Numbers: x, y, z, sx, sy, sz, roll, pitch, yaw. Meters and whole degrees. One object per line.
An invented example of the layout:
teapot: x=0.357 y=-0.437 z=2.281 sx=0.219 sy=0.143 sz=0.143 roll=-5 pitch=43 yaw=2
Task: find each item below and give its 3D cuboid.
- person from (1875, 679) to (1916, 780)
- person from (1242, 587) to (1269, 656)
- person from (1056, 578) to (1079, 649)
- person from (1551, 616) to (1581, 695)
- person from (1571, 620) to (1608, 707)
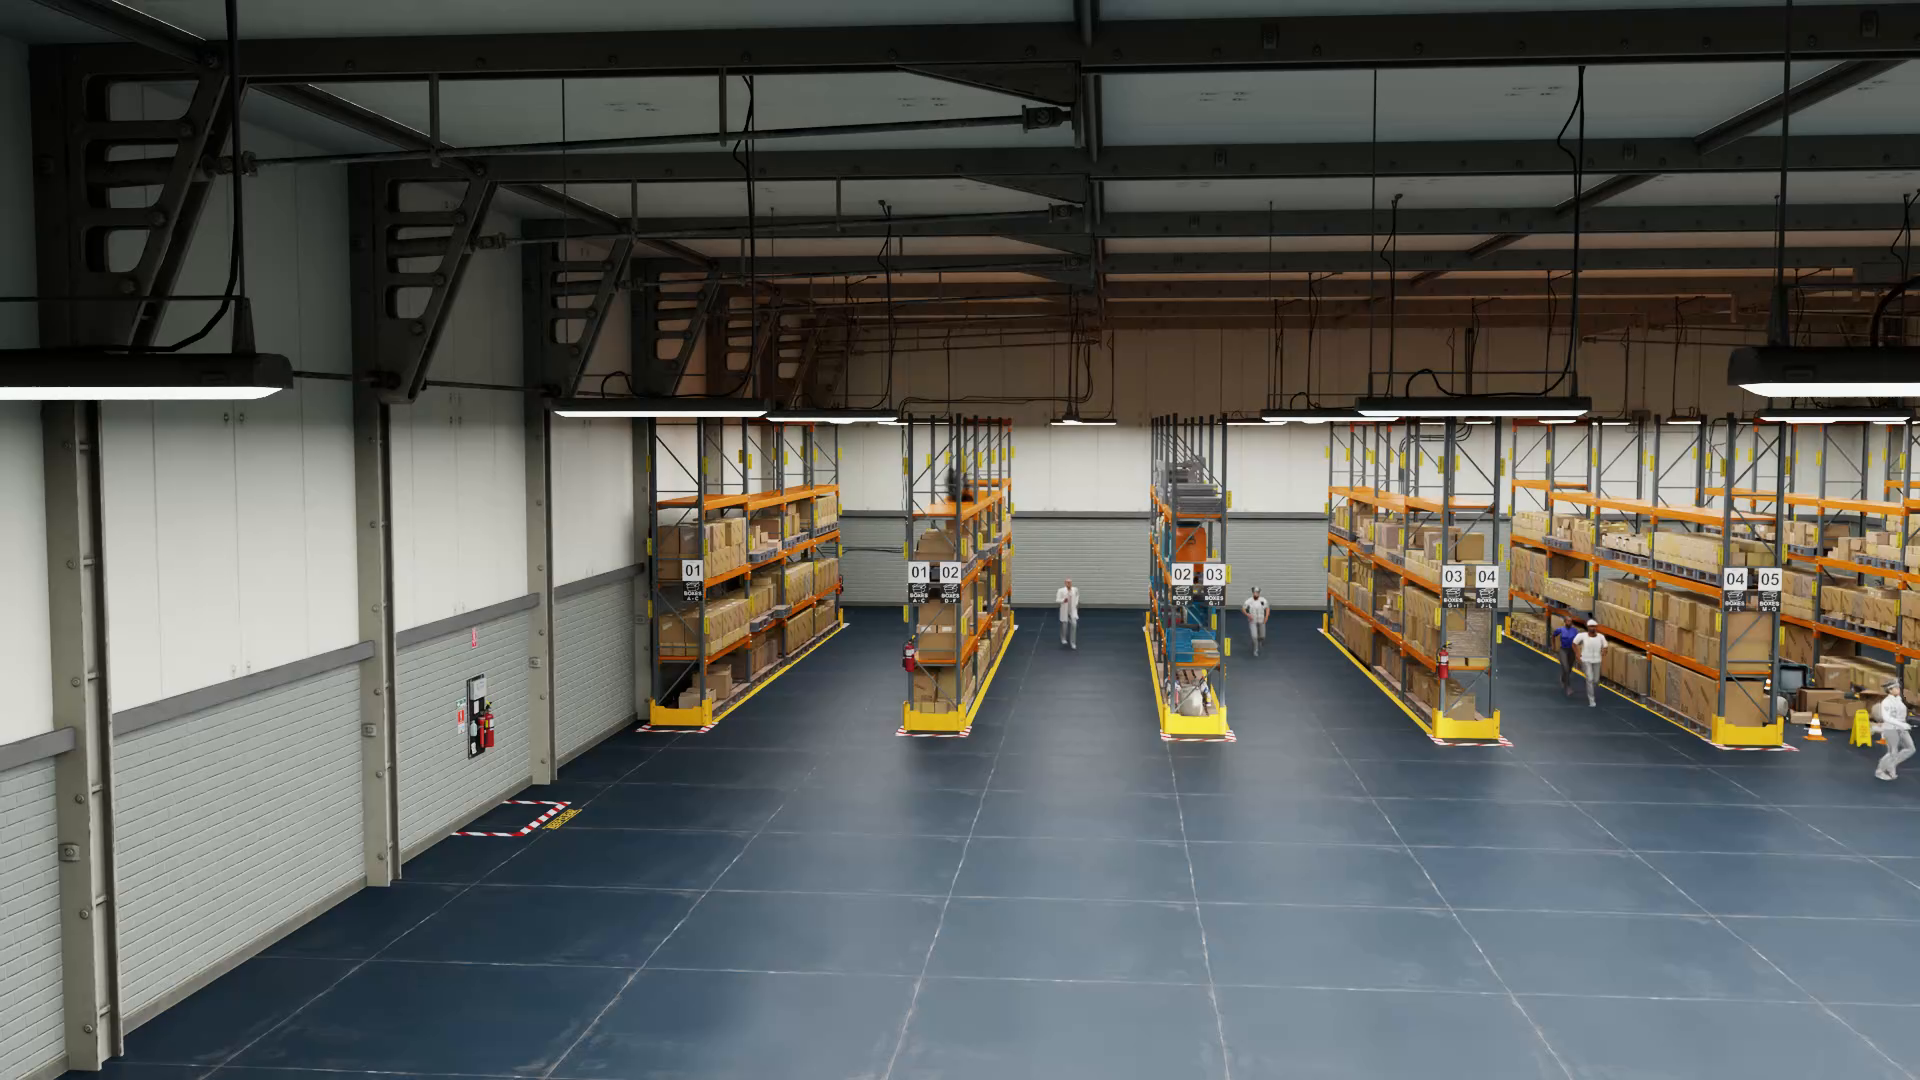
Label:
person: x=15.180 y=3.075 z=26.972 sx=0.629 sy=1.656 sz=0.575 roll=-3 pitch=5 yaw=-34
person: x=7.475 y=2.042 z=42.001 sx=0.701 sy=1.752 sz=0.589 roll=0 pitch=4 yaw=-1
person: x=2.825 y=1.910 z=43.499 sx=0.648 sy=1.837 sz=0.921 roll=0 pitch=4 yaw=-6
person: x=13.095 y=2.456 z=35.876 sx=0.567 sy=1.661 sz=0.933 roll=0 pitch=4 yaw=1
person: x=13.046 y=2.524 z=34.395 sx=0.701 sy=1.769 sz=0.827 roll=0 pitch=4 yaw=5
